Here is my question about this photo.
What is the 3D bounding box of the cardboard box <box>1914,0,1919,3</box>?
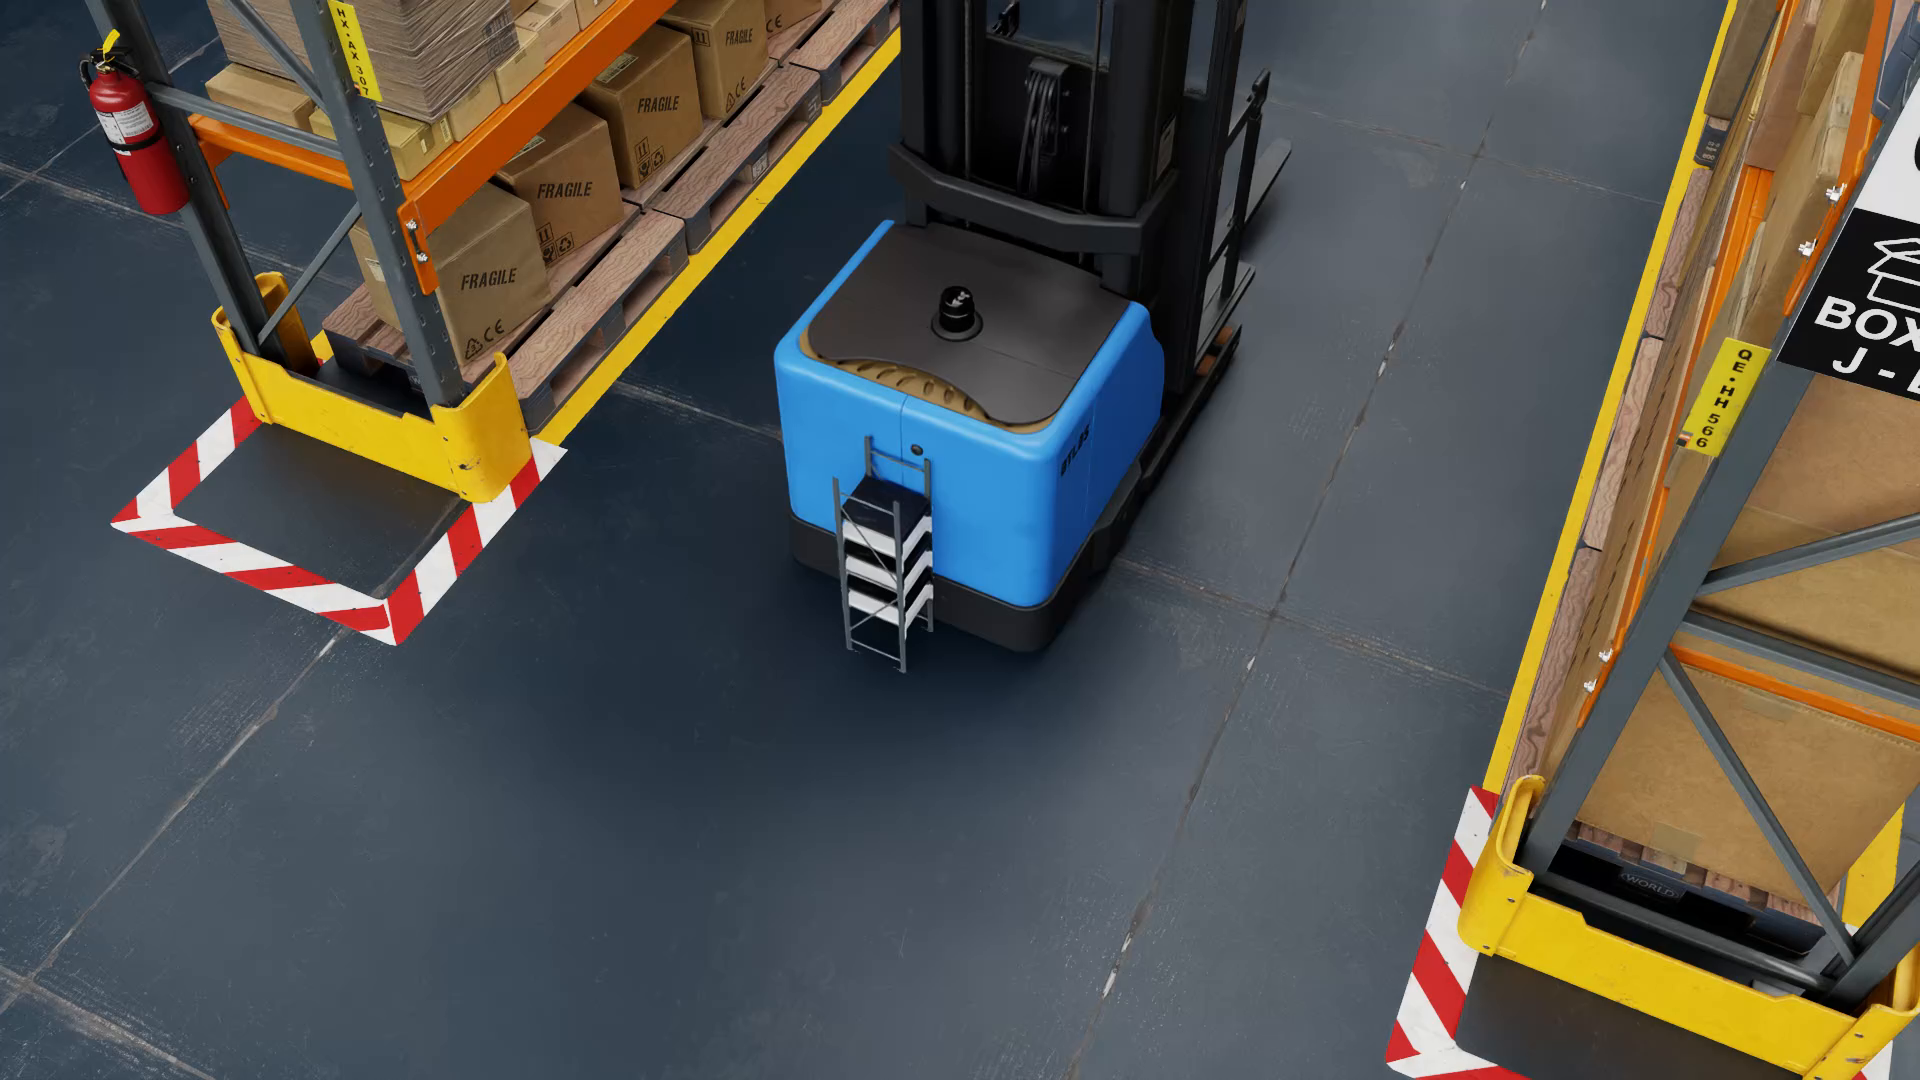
[{"bbox_3d":[1.984,-1.066,3.042,0.380,0.149,0.250,20,52,16],"label":"cardboard box"}]

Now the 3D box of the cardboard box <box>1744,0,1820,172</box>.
[{"bbox_3d":[3.159,-1.493,5.453,0.875,0.550,0.550,20,52,16],"label":"cardboard box"}]

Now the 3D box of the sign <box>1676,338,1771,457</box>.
[{"bbox_3d":[1.664,-0.306,3.625,0.100,0.325,0.005,20,52,16],"label":"sign"}]

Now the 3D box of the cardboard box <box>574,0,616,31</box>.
[{"bbox_3d":[-1.510,-2.070,6.207,0.380,0.149,0.250,20,52,16],"label":"cardboard box"}]

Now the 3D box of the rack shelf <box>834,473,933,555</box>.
[{"bbox_3d":[-0.249,-0.087,5.422,0.258,0.077,0.200,21,53,17],"label":"rack shelf"}]

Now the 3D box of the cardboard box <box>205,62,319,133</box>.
[{"bbox_3d":[-2.358,-1.533,5.750,0.380,0.149,0.250,20,52,16],"label":"cardboard box"}]

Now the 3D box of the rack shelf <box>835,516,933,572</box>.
[{"bbox_3d":[-0.249,-0.028,5.491,0.258,0.077,0.200,21,53,17],"label":"rack shelf"}]

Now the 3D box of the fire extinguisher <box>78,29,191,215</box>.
[{"bbox_3d":[-2.759,-1.397,5.520,0.296,0.674,0.183,20,52,16],"label":"fire extinguisher"}]

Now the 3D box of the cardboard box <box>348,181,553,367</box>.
[{"bbox_3d":[-2.011,-1.102,6.583,0.500,0.500,0.500,29,55,22],"label":"cardboard box"}]

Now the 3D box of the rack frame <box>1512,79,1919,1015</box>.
[{"bbox_3d":[2.148,0.332,3.998,1.000,3.000,0.127,20,52,16],"label":"rack frame"}]

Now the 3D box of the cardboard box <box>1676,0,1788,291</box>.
[{"bbox_3d":[3.525,-1.459,6.642,0.875,0.875,0.875,21,53,17],"label":"cardboard box"}]

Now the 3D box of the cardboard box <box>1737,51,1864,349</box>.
[{"bbox_3d":[2.493,-0.718,4.084,0.875,0.550,0.550,20,52,16],"label":"cardboard box"}]

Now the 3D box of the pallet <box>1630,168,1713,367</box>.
[{"bbox_3d":[3.462,-1.020,6.980,1.003,0.211,1.213,20,52,16],"label":"pallet"}]

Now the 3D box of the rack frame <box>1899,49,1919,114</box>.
[{"bbox_3d":[2.148,-1.612,1.713,1.000,3.000,0.127,20,52,16],"label":"rack frame"}]

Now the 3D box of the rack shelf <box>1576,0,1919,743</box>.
[{"bbox_3d":[3.003,-0.812,5.444,1.077,0.370,4.000,20,52,16],"label":"rack shelf"}]

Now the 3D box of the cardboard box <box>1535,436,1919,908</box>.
[{"bbox_3d":[2.378,0.396,5.063,0.875,0.875,0.875,20,53,16],"label":"cardboard box"}]

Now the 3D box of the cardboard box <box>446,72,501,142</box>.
[{"bbox_3d":[-1.832,-1.554,5.768,0.380,0.149,0.250,20,52,16],"label":"cardboard box"}]

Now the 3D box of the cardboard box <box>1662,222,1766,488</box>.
[{"bbox_3d":[2.481,-0.372,4.499,0.875,0.550,0.550,20,52,16],"label":"cardboard box"}]

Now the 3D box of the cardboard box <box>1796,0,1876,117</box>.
[{"bbox_3d":[2.964,-1.467,4.721,0.875,0.550,0.500,20,52,16],"label":"cardboard box"}]

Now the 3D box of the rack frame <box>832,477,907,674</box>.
[{"bbox_3d":[-0.296,0.136,5.544,0.240,0.900,0.006,21,53,17],"label":"rack frame"}]

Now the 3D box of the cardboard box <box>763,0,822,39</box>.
[{"bbox_3d":[-1.029,-2.772,8.005,0.500,0.500,0.500,36,58,27],"label":"cardboard box"}]

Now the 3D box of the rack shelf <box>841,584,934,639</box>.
[{"bbox_3d":[-0.249,0.205,5.765,0.258,0.077,0.200,21,53,17],"label":"rack shelf"}]

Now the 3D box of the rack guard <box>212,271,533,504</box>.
[{"bbox_3d":[-2.261,-0.593,6.427,1.175,0.500,0.348,20,52,16],"label":"rack guard"}]

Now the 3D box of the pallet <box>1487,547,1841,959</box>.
[{"bbox_3d":[2.419,0.660,5.550,1.003,0.211,1.213,20,52,16],"label":"pallet"}]

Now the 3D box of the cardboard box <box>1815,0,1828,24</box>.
[{"bbox_3d":[3.184,-1.834,5.034,0.875,0.550,0.550,20,52,16],"label":"cardboard box"}]

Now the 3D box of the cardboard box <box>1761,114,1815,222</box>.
[{"bbox_3d":[3.023,-1.096,5.114,0.875,0.550,0.500,20,52,16],"label":"cardboard box"}]

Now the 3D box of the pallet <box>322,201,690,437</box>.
[{"bbox_3d":[-1.882,-1.048,7.003,1.003,0.211,1.213,20,52,16],"label":"pallet"}]

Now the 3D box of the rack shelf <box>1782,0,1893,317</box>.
[{"bbox_3d":[3.003,-1.784,4.301,1.077,0.370,4.000,20,52,16],"label":"rack shelf"}]

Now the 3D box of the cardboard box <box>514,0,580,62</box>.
[{"bbox_3d":[-1.623,-1.901,6.063,0.380,0.149,0.250,20,52,16],"label":"cardboard box"}]

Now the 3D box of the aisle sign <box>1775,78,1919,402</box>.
[{"bbox_3d":[1.847,-0.559,3.049,0.394,0.787,0.004,20,52,16],"label":"aisle sign"}]

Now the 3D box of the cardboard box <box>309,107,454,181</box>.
[{"bbox_3d":[-1.956,-1.388,5.627,0.380,0.149,0.250,20,52,16],"label":"cardboard box"}]

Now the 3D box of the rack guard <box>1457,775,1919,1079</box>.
[{"bbox_3d":[2.138,1.159,4.936,1.175,0.500,0.348,20,52,16],"label":"rack guard"}]

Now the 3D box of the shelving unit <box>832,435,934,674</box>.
[{"bbox_3d":[-0.249,0.067,5.602,0.258,0.900,0.210,21,53,17],"label":"shelving unit"}]

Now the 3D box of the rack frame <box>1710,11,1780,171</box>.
[{"bbox_3d":[3.857,-2.422,6.341,1.000,3.000,0.127,20,52,16],"label":"rack frame"}]

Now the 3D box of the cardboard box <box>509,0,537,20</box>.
[{"bbox_3d":[-1.928,-2.233,5.920,0.875,0.500,0.500,20,52,16],"label":"cardboard box"}]

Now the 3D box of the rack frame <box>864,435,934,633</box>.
[{"bbox_3d":[-0.202,-0.002,5.661,0.240,0.900,0.006,21,53,17],"label":"rack frame"}]

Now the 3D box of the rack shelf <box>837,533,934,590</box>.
[{"bbox_3d":[-0.249,0.030,5.559,0.258,0.077,0.200,21,53,17],"label":"rack shelf"}]

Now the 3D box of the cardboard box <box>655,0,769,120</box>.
[{"bbox_3d":[-1.223,-2.319,7.619,0.500,0.500,0.500,16,51,13],"label":"cardboard box"}]

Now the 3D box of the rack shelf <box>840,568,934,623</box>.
[{"bbox_3d":[-0.249,0.147,5.696,0.258,0.077,0.200,21,53,17],"label":"rack shelf"}]

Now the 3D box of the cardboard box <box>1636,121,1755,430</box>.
[{"bbox_3d":[3.144,-0.837,6.112,0.875,0.875,0.875,20,53,16],"label":"cardboard box"}]

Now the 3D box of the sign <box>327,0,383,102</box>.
[{"bbox_3d":[-1.802,-1.455,4.950,0.100,0.325,0.005,20,52,16],"label":"sign"}]

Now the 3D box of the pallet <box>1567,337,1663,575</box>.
[{"bbox_3d":[2.942,-0.177,6.262,1.003,0.211,1.213,20,52,16],"label":"pallet"}]

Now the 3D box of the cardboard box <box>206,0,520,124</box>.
[{"bbox_3d":[-2.033,-1.850,5.593,0.875,0.500,0.500,20,52,16],"label":"cardboard box"}]

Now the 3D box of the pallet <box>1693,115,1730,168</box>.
[{"bbox_3d":[4.119,-2.074,7.876,1.003,0.211,1.213,20,52,16],"label":"pallet"}]

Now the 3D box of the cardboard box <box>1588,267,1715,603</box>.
[{"bbox_3d":[2.752,-0.210,5.579,0.875,0.875,0.875,19,52,16],"label":"cardboard box"}]

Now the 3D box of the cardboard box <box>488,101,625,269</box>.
[{"bbox_3d":[-1.787,-1.525,6.943,0.500,0.500,0.500,33,57,25],"label":"cardboard box"}]

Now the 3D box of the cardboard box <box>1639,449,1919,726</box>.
[{"bbox_3d":[2.266,0.013,4.171,0.875,0.550,0.550,20,52,16],"label":"cardboard box"}]

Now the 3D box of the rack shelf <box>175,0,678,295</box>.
[{"bbox_3d":[-1.439,-2.495,6.876,1.077,0.370,4.000,20,52,16],"label":"rack shelf"}]

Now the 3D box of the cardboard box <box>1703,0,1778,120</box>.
[{"bbox_3d":[4.041,-2.286,7.427,1.050,0.750,0.750,20,52,16],"label":"cardboard box"}]

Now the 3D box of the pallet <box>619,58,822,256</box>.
[{"bbox_3d":[-1.359,-1.885,7.715,1.003,0.211,1.213,20,52,16],"label":"pallet"}]

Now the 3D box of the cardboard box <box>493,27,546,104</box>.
[{"bbox_3d":[-1.711,-1.722,5.910,0.380,0.149,0.250,20,52,16],"label":"cardboard box"}]

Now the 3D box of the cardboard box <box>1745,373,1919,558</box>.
[{"bbox_3d":[2.342,-0.309,3.736,0.875,0.550,0.550,20,52,16],"label":"cardboard box"}]

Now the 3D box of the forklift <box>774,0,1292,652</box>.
[{"bbox_3d":[0.502,-1.690,5.763,1.130,2.935,3.031,21,53,17],"label":"forklift"}]

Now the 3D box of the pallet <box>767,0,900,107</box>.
[{"bbox_3d":[-0.839,-2.728,8.433,1.003,0.211,1.213,20,52,16],"label":"pallet"}]

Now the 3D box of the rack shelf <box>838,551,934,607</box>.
[{"bbox_3d":[-0.249,0.088,5.628,0.258,0.077,0.200,21,53,17],"label":"rack shelf"}]

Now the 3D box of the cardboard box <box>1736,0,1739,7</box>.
[{"bbox_3d":[4.457,-2.949,7.991,1.050,0.750,0.750,20,52,16],"label":"cardboard box"}]

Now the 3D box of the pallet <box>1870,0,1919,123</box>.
[{"bbox_3d":[2.456,-1.125,3.327,1.003,0.211,1.213,20,52,16],"label":"pallet"}]

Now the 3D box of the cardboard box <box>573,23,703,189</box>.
[{"bbox_3d":[-1.502,-1.949,7.305,0.500,0.500,0.500,24,54,19],"label":"cardboard box"}]

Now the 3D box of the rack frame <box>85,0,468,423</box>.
[{"bbox_3d":[-2.293,-1.351,5.430,1.000,3.000,0.127,20,52,16],"label":"rack frame"}]
